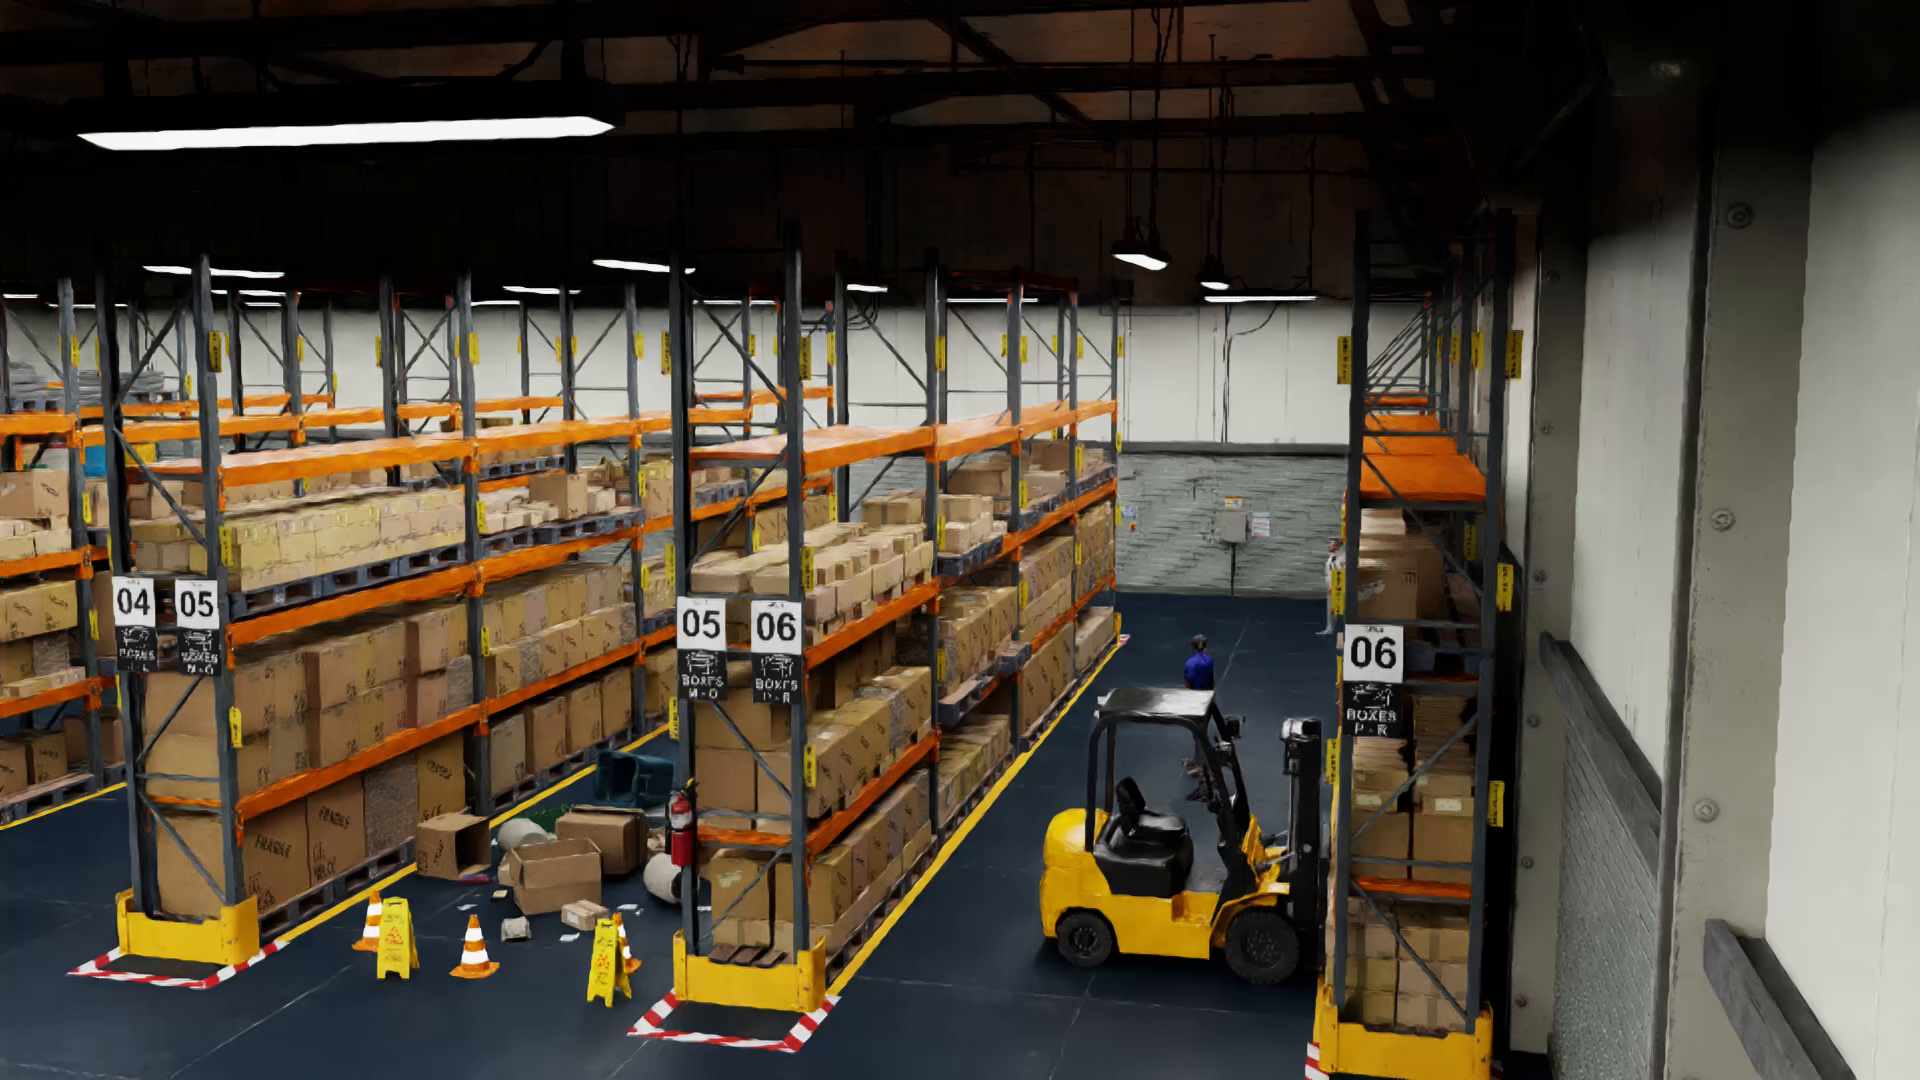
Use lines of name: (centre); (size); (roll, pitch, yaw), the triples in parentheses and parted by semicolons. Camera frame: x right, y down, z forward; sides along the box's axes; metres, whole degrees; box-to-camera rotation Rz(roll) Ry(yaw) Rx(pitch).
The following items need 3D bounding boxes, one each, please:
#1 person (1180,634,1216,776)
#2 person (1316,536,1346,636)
person: (2.820, 1.928, 19.780); (0.545, 1.652, 0.574); (6, 9, 40)
person: (6.560, 0.802, 28.742); (0.711, 1.738, 0.571); (-2, 7, -13)
